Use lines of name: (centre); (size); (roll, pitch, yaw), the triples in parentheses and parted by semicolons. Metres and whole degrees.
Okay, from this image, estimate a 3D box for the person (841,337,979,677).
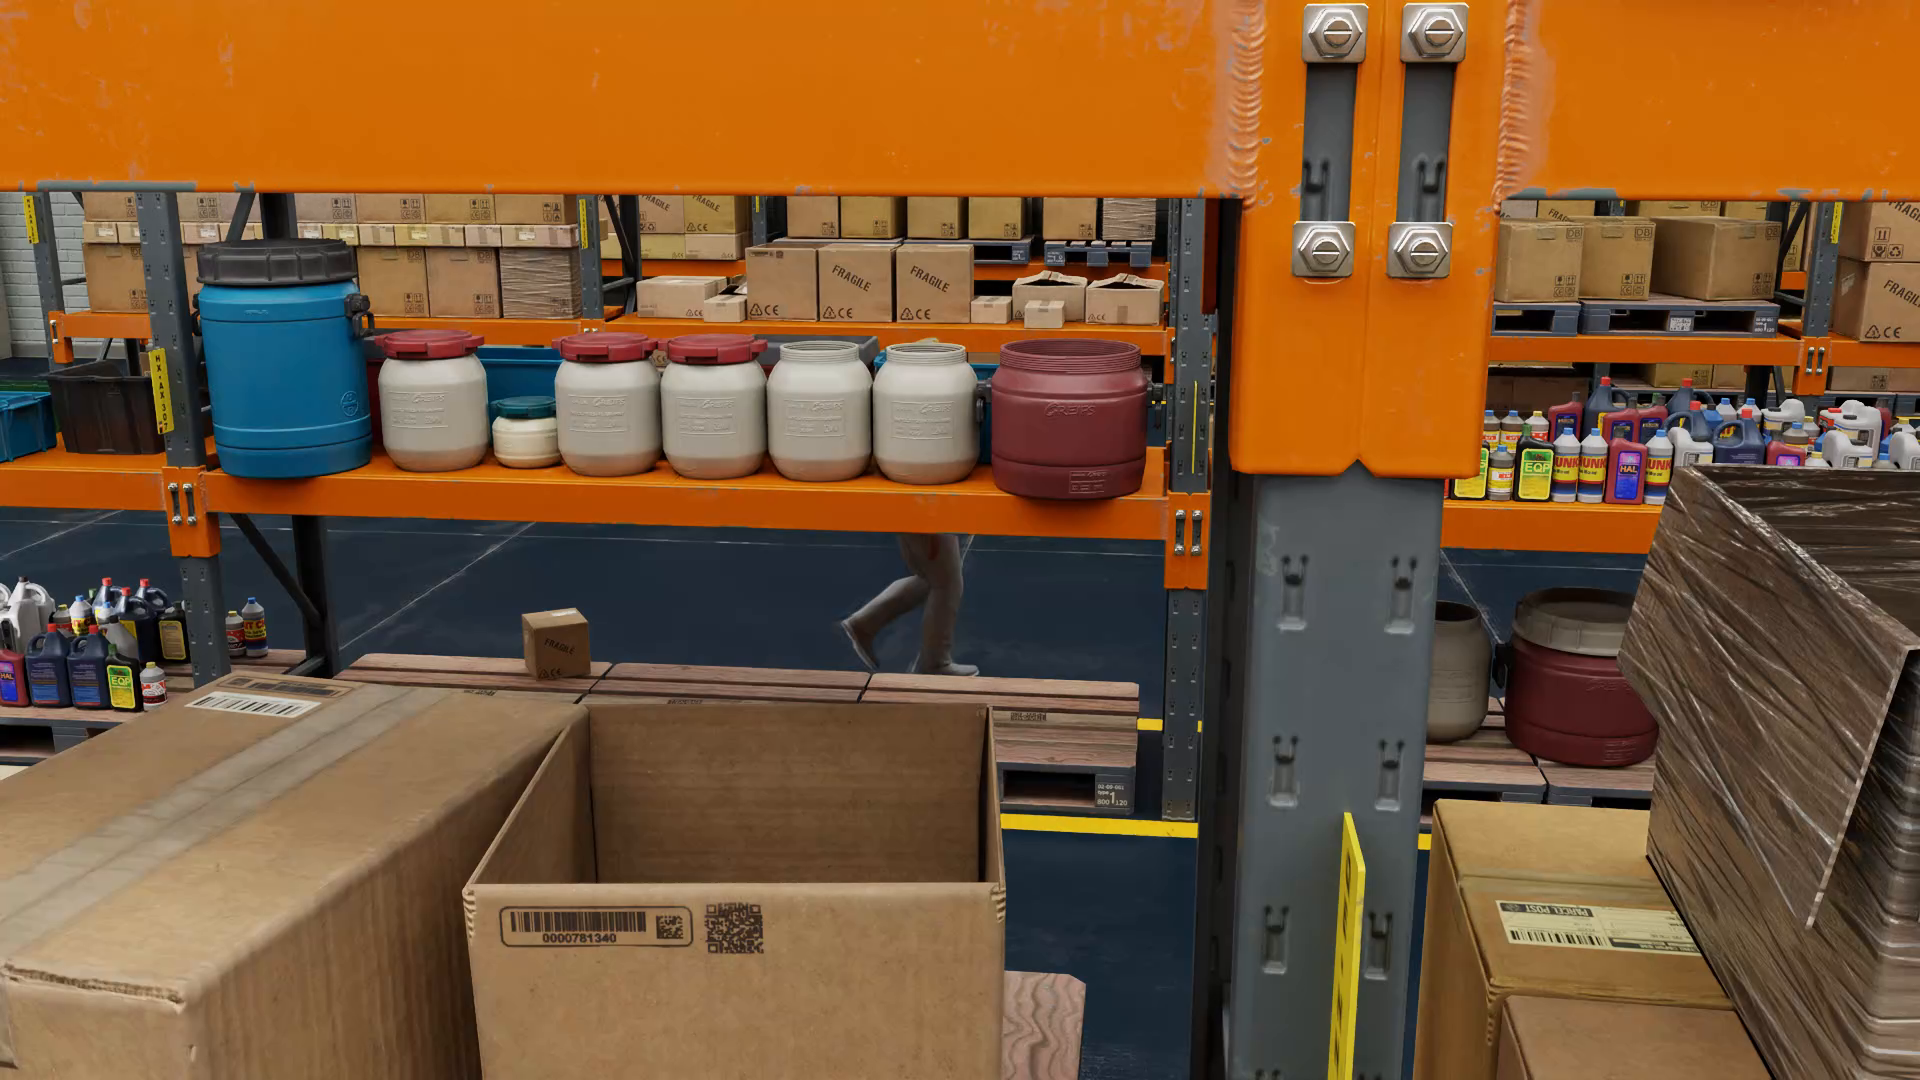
person: (-0.231, -0.131, 7.921); (0.632, 1.669, 0.457); (-4, 15, -17)
